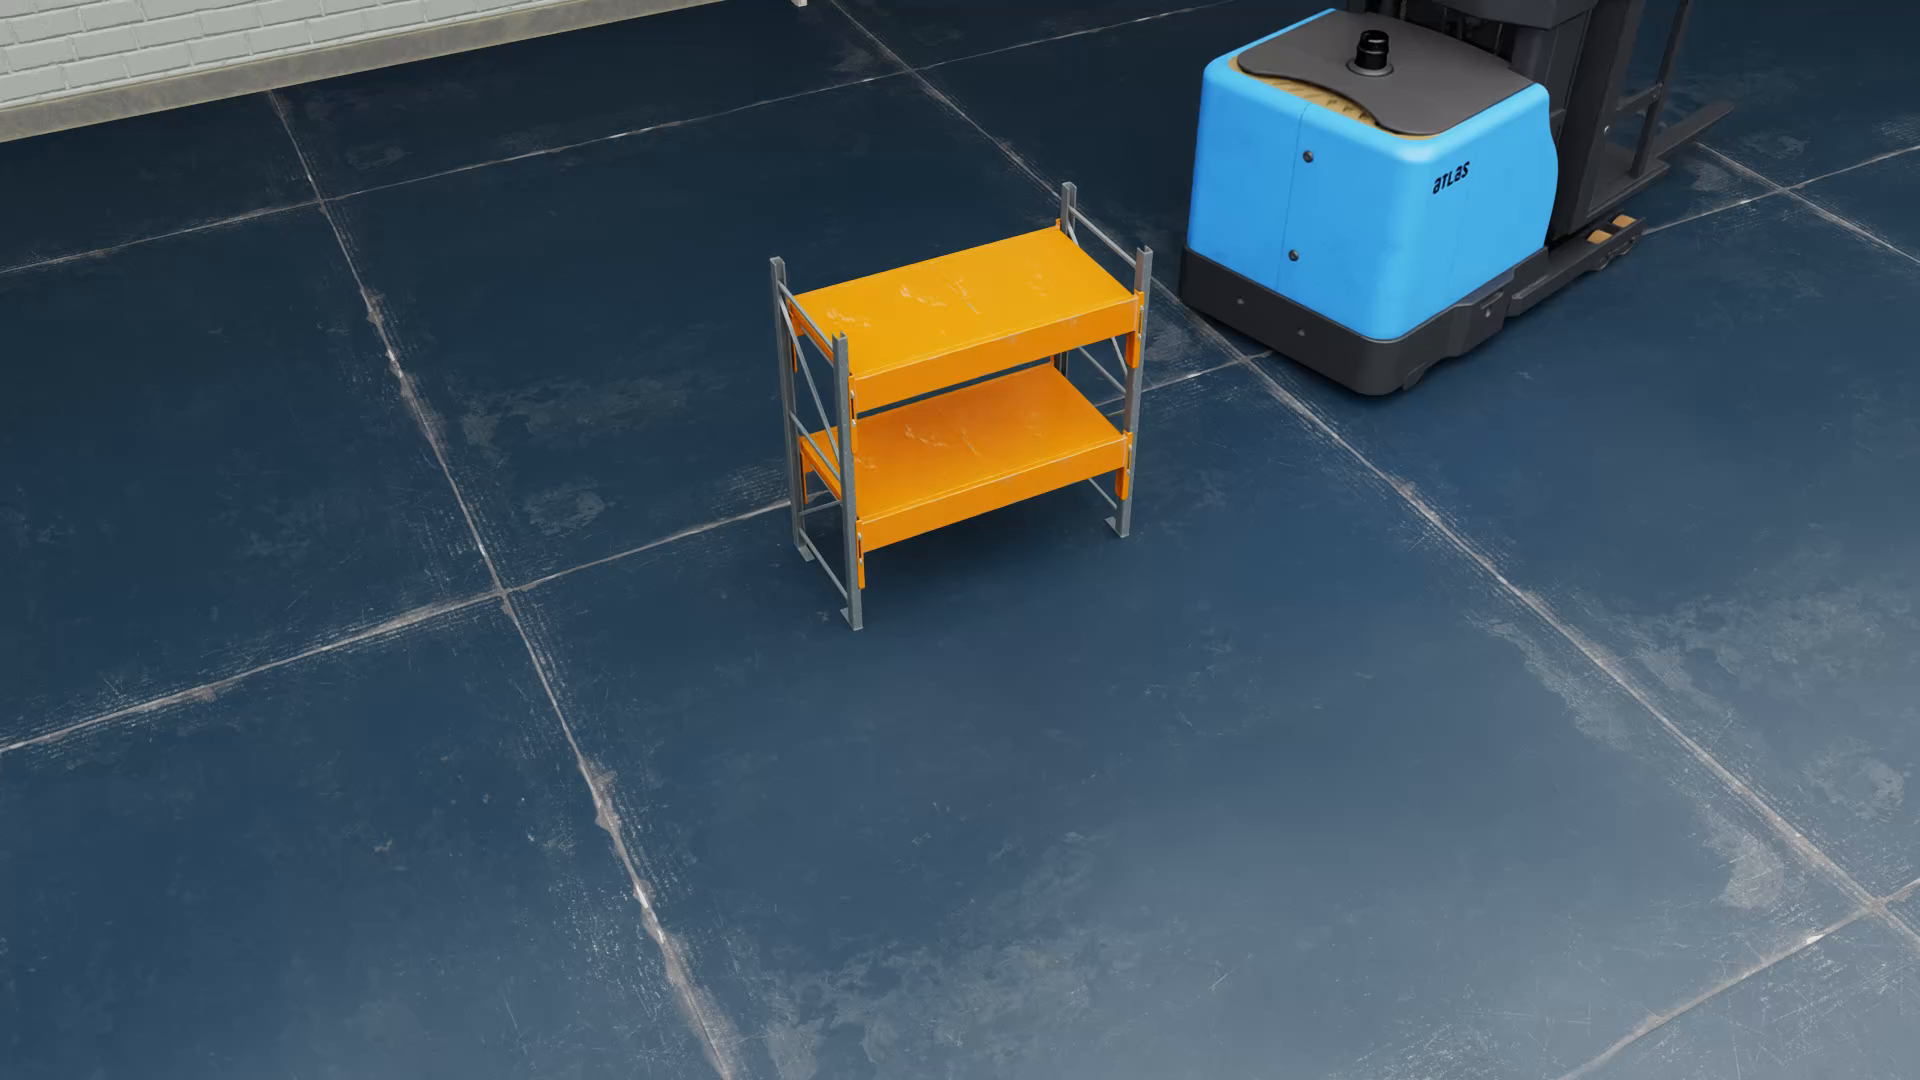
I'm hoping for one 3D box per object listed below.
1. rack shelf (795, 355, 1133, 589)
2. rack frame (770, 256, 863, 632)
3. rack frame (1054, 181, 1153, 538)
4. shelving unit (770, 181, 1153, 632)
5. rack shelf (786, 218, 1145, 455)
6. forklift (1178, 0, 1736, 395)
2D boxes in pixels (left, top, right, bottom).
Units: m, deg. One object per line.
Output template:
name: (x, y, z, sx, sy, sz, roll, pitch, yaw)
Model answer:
rack shelf: (0.006, -0.245, 5.547, 1.000, 0.278, 0.538, -19, 44, -21)
rack frame: (-0.445, -0.280, 5.210, 0.032, 1.125, 0.500, -19, 44, -21)
rack frame: (0.457, -0.583, 5.568, 0.032, 1.125, 0.500, -19, 44, -21)
shelving unit: (0.006, -0.431, 5.389, 1.048, 1.125, 0.538, -19, 44, -21)
rack shelf: (0.006, -0.655, 5.200, 1.000, 0.278, 0.538, -19, 44, -21)
forklift: (2.317, -2.494, 6.428, 3.031, 2.935, 1.130, -31, 49, -31)
